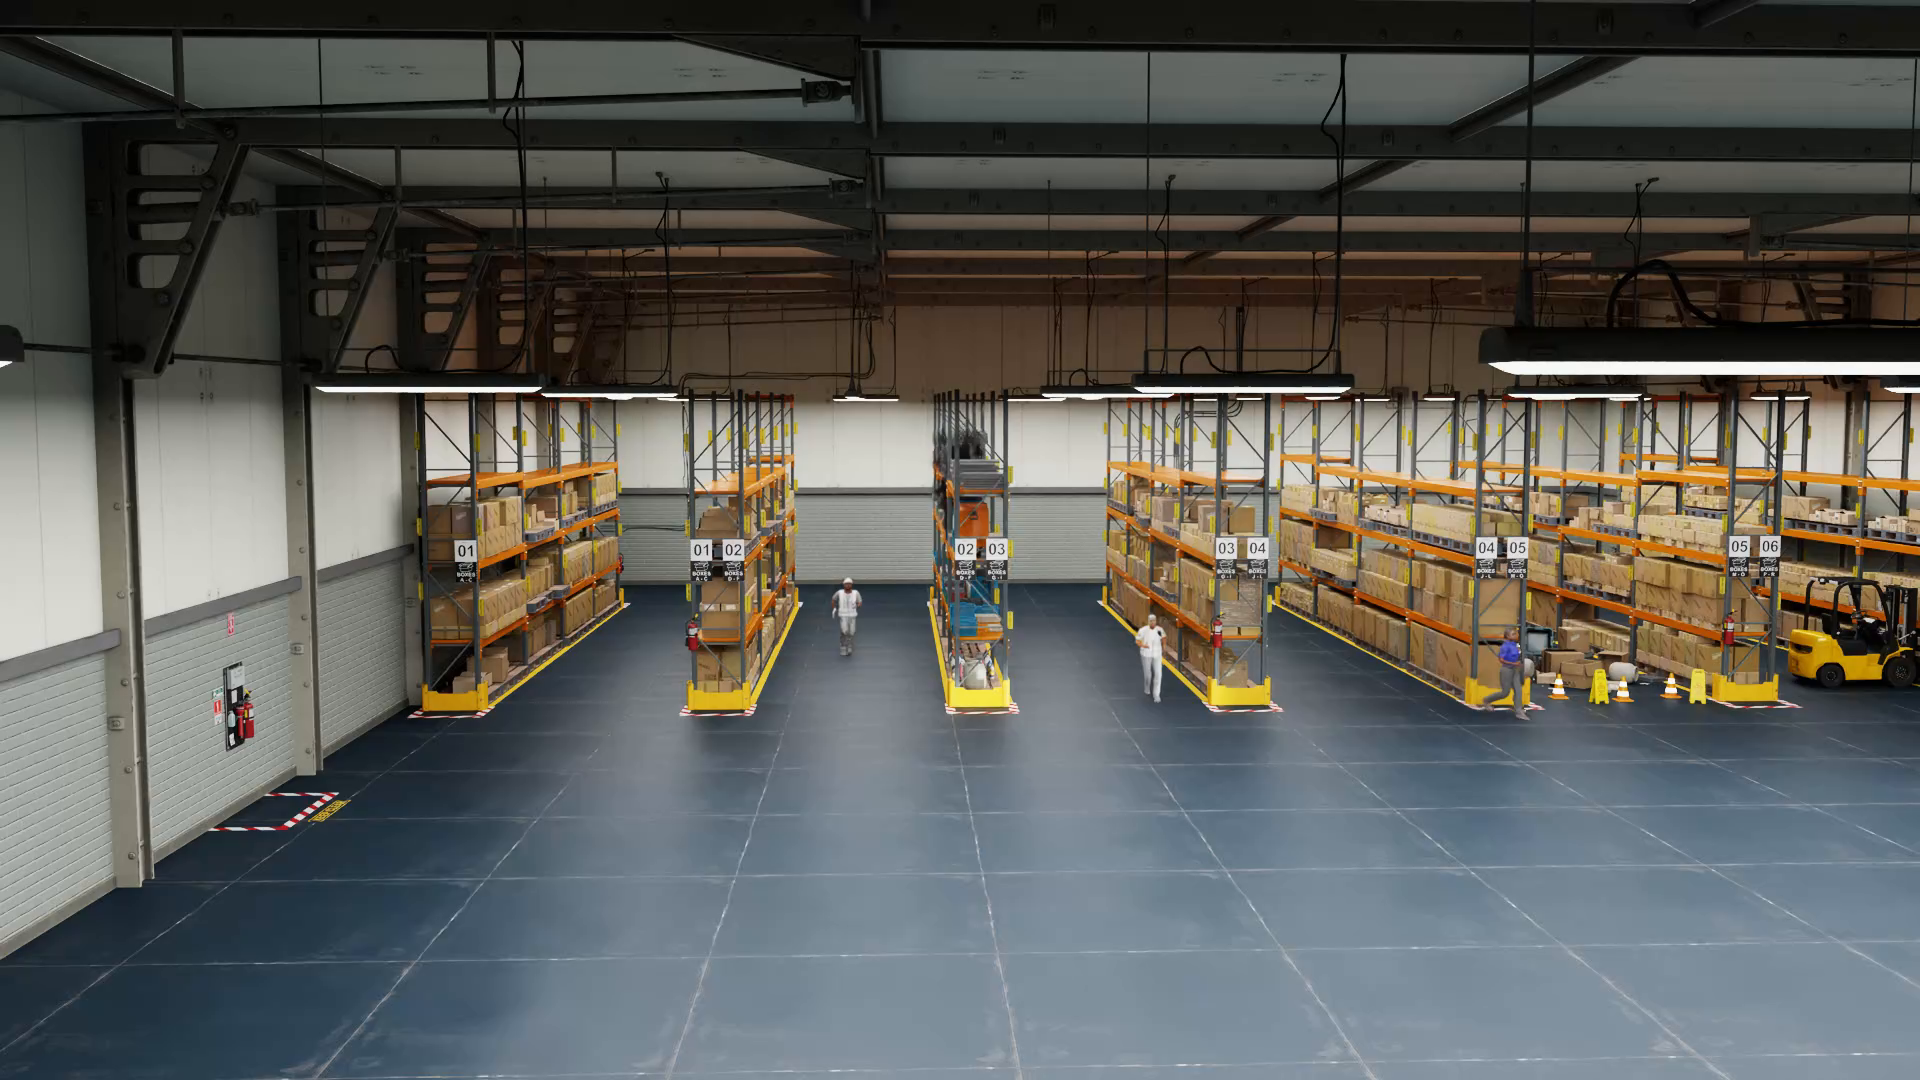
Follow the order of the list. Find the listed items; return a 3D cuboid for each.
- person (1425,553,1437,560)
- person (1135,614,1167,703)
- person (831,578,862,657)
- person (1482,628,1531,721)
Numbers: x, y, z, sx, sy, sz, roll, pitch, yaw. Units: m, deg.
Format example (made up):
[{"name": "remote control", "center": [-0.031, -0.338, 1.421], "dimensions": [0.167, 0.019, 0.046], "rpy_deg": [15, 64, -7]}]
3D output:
[{"name": "person", "center": [14.050, 0.831, 49.281], "dimensions": [0.818, 1.769, 0.692], "rpy_deg": [1, 5, 11]}, {"name": "person", "center": [3.716, 2.271, 32.307], "dimensions": [0.637, 1.679, 0.890], "rpy_deg": [0, 5, 0]}, {"name": "person", "center": [-2.545, 1.757, 37.757], "dimensions": [0.664, 1.785, 0.697], "rpy_deg": [-1, 5, -14]}, {"name": "person", "center": [9.966, 2.429, 30.253], "dimensions": [0.908, 1.654, 0.586], "rpy_deg": [5, 7, 44]}]
